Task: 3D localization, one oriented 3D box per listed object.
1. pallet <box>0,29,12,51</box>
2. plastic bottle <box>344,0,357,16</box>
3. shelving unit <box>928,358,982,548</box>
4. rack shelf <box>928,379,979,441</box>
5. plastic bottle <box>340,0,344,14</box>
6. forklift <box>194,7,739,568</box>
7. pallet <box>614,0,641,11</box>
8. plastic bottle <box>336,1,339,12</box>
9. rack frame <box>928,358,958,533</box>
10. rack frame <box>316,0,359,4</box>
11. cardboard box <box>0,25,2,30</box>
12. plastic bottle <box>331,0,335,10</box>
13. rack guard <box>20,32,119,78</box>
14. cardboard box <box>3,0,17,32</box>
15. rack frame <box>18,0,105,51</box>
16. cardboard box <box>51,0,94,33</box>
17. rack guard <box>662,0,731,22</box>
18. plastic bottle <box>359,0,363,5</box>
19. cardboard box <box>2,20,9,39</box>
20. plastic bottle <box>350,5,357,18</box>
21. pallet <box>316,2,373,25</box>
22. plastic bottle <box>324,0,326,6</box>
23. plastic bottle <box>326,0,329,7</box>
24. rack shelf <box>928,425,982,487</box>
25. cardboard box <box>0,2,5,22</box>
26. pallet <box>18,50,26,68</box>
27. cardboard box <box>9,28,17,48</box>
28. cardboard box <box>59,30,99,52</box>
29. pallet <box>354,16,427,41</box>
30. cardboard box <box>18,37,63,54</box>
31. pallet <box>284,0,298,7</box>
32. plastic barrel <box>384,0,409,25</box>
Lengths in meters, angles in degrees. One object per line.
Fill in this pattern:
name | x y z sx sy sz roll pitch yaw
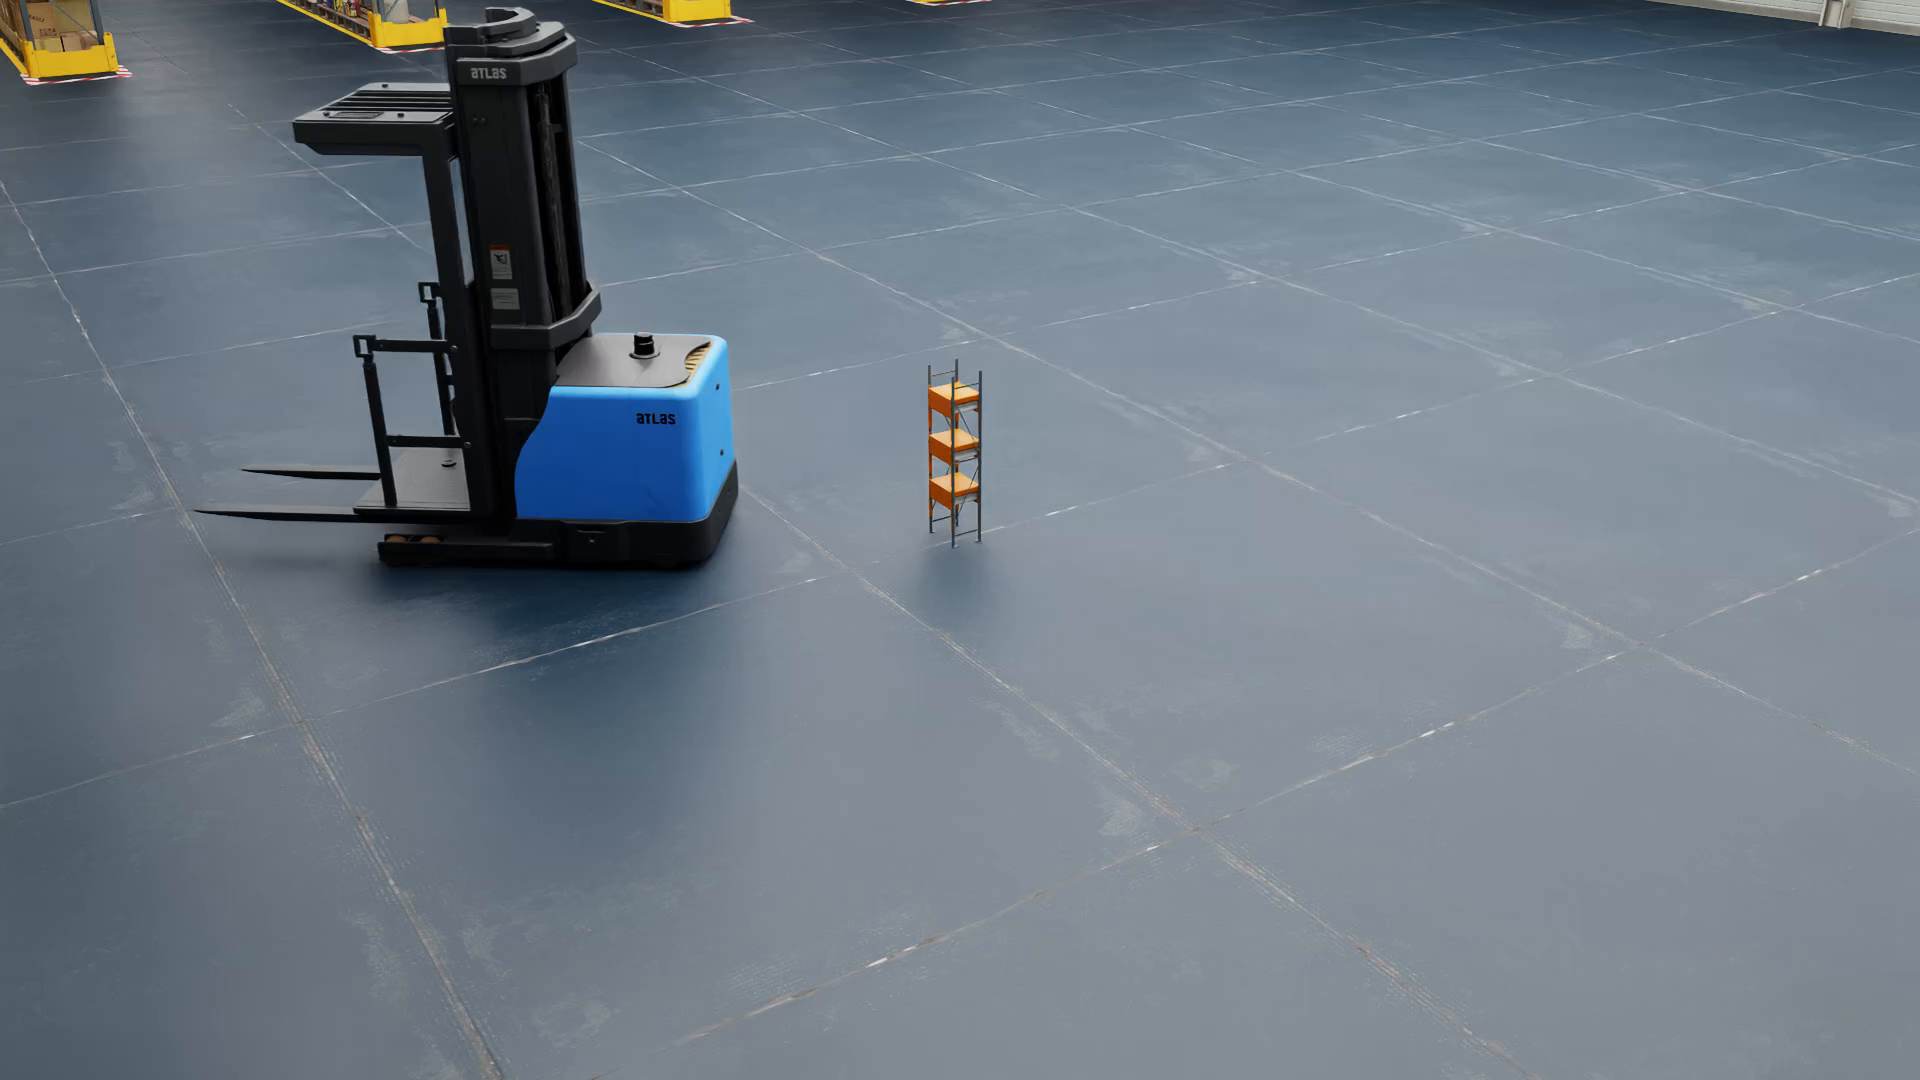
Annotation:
pallet | -14.633 -8.010 26.470 1.003 0.211 1.213 -16 29 -30
plastic bottle | -10.181 -8.906 27.777 0.152 0.276 0.135 -15 29 -29
shelving unit | -0.029 -0.494 9.566 0.215 1.050 0.252 -16 29 -30
rack shelf | -0.029 -0.741 9.450 0.215 0.259 0.240 -16 29 -30
plastic bottle | -10.350 -9.048 27.990 0.144 0.351 0.185 -14 29 -27
forklift | -2.892 -1.399 9.280 3.031 2.935 1.130 1 25 3
pallet | -5.664 -9.943 30.564 1.003 0.211 1.213 -16 29 -30
plastic bottle | -10.549 -9.092 28.259 0.097 0.201 0.097 0 25 0
rack frame | -0.096 -0.538 9.659 0.200 1.050 0.008 -16 29 -30
rack frame | -10.880 -10.718 28.941 1.000 3.000 0.127 -16 29 -30
cardboard box | -15.033 -8.275 26.495 0.500 0.250 0.500 -16 29 -30
plastic bottle | -10.684 -9.266 28.453 0.144 0.351 0.185 -17 30 -32
rack guard | -12.835 -6.996 23.983 1.175 0.500 0.348 -16 29 -30
cardboard box | -13.949 -7.897 24.815 0.500 0.500 0.500 -16 29 -30
rack frame | -12.848 -8.134 23.468 1.000 3.000 0.127 -16 29 -30
cardboard box | -13.229 -7.842 24.699 0.500 0.500 0.500 -16 29 -30
rack guard | -4.588 -9.339 28.946 1.175 0.500 0.348 -16 29 -30
plastic bottle | -10.408 -9.522 28.995 0.144 0.351 0.185 -16 29 -30
cardboard box | -14.496 -7.915 25.732 0.500 0.250 0.500 -16 29 -30
plastic bottle | -10.066 -8.776 27.589 0.097 0.201 0.097 0 25 0
pallet | -10.548 -9.207 29.007 1.003 0.211 1.213 -16 29 -30
plastic bottle | -11.018 -9.399 28.909 0.097 0.201 0.097 0 25 0
plastic bottle | -10.874 -9.360 28.739 0.152 0.276 0.135 -14 29 -28
rack shelf | -0.029 -0.484 9.571 0.215 0.259 0.240 -16 29 -30
cardboard box | -14.495 -8.254 25.572 0.500 0.500 0.500 -16 29 -30
pallet | -13.301 -7.137 24.622 1.003 0.211 1.213 -16 29 -30
cardboard box | -13.946 -7.558 24.976 0.500 0.250 0.500 -16 29 -30
cardboard box | -12.955 -7.325 24.481 0.500 0.250 0.500 -16 29 -30
pallet | -9.216 -8.335 27.158 1.003 0.211 1.213 -16 29 -30
cardboard box | -13.389 -7.204 24.225 0.500 0.250 0.500 -16 29 -30
pallet | -12.011 -10.166 31.037 1.003 0.211 1.213 -16 29 -30
plastic barrel | -9.120 -8.570 26.812 0.421 0.512 0.421 0 25 0
